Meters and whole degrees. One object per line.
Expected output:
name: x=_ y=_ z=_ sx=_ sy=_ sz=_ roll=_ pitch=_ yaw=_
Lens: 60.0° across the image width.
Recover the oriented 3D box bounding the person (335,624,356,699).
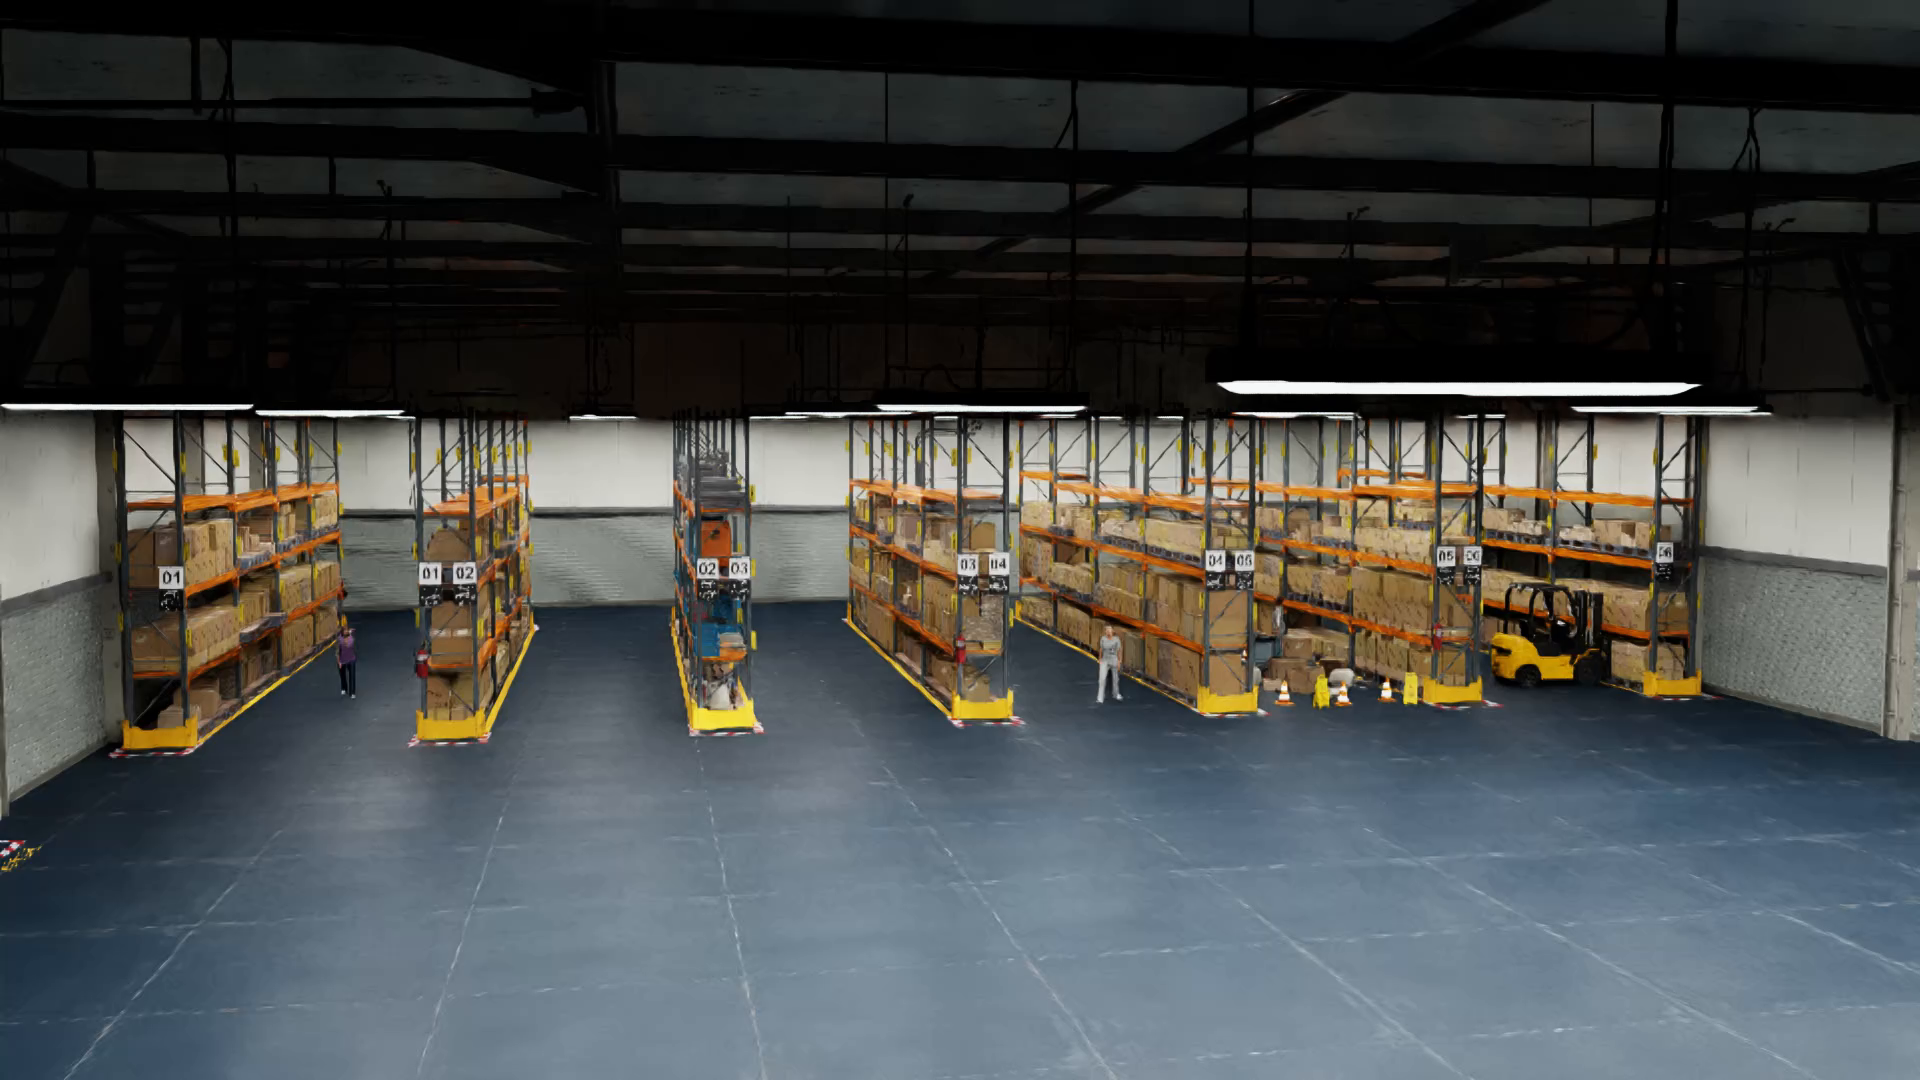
person: x=-12.691 y=2.500 z=34.361 sx=0.412 sy=1.533 sz=0.955 roll=-1 pitch=4 yaw=-19

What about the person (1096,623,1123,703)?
person: x=3.058 y=2.497 z=33.977 sx=0.482 sy=1.621 sz=0.948 roll=1 pitch=4 yaw=12

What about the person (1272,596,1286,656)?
person: x=7.523 y=2.114 z=39.386 sx=0.449 sy=1.599 sz=0.467 roll=1 pitch=4 yaw=19
